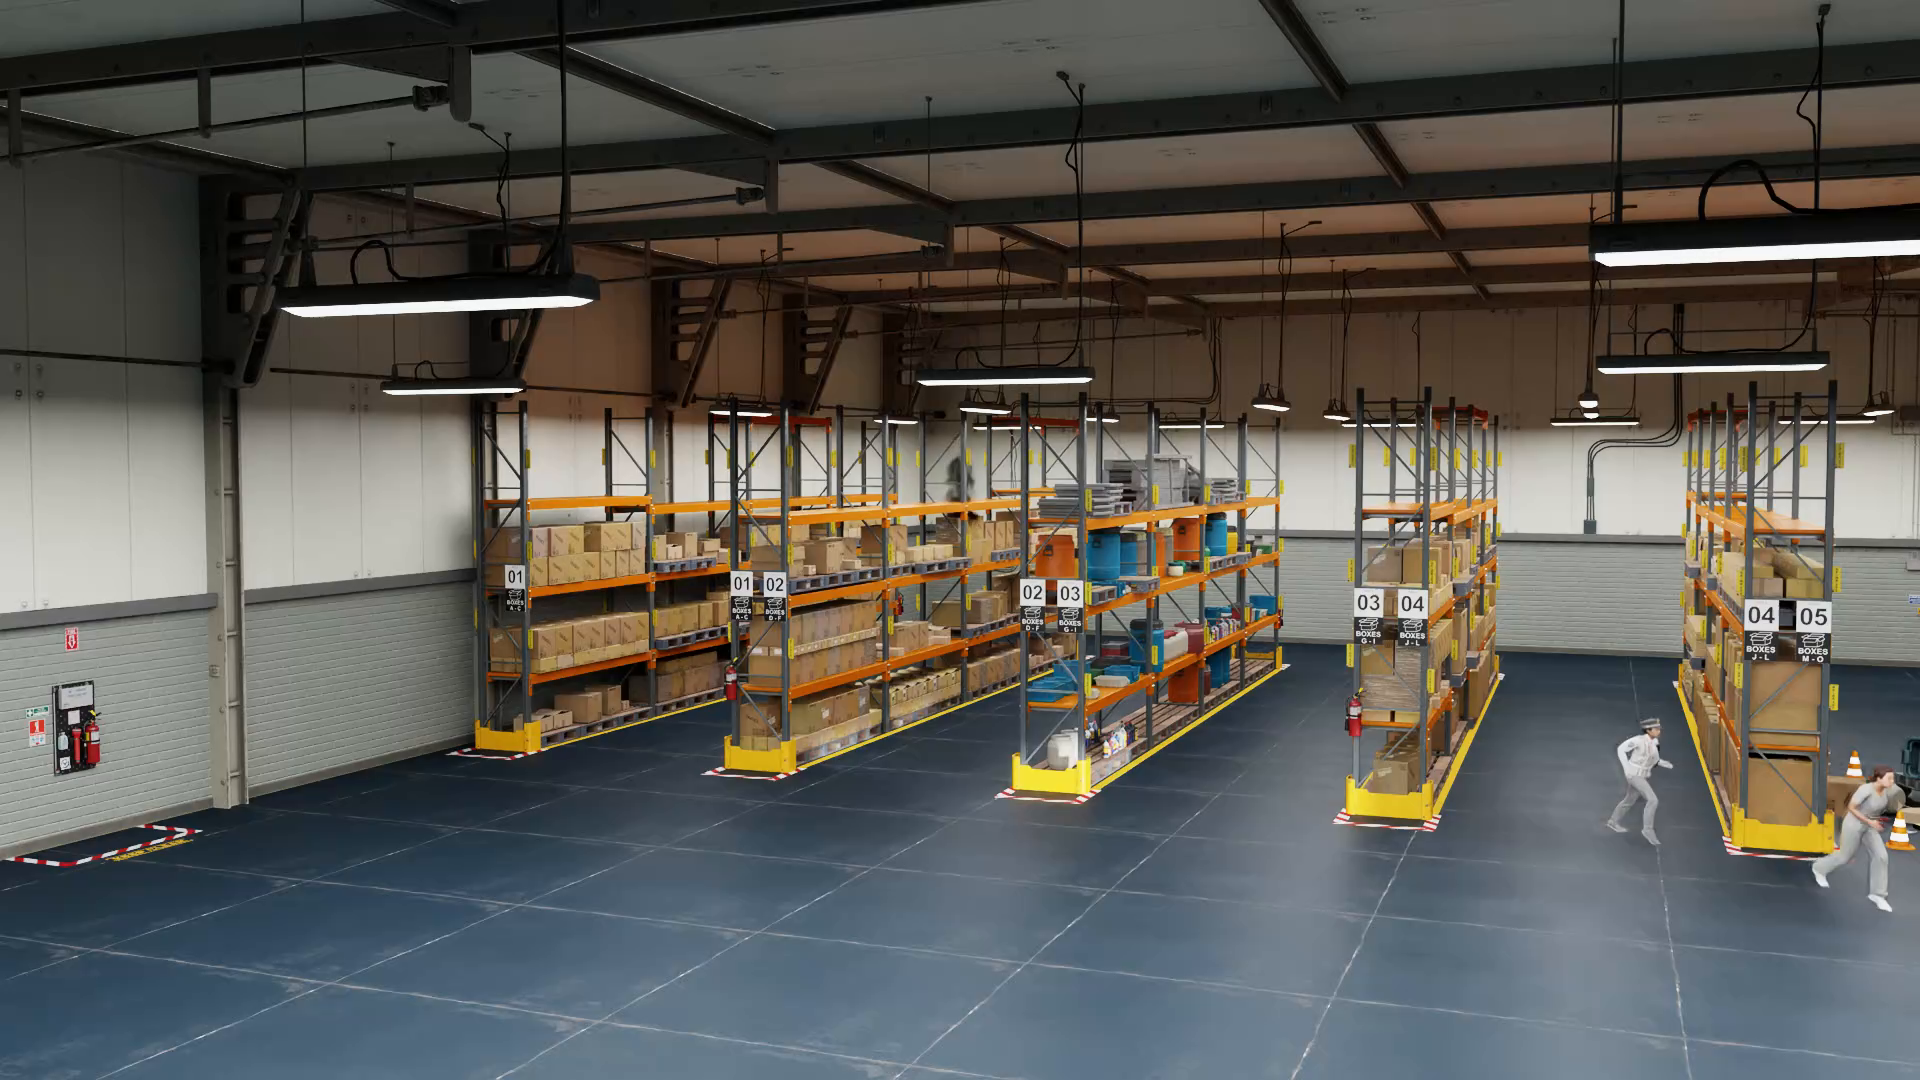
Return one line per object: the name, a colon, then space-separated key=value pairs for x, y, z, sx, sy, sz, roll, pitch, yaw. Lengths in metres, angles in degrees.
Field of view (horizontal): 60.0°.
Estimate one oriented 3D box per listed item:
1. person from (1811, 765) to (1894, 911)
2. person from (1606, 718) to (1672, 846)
person: x=10.144 y=3.303 z=18.870 sx=0.601 sy=1.625 sz=1.003 roll=-2 pitch=3 yaw=-30
person: x=8.873 y=3.134 z=21.822 sx=0.633 sy=1.675 sz=0.856 roll=-2 pitch=4 yaw=-38
